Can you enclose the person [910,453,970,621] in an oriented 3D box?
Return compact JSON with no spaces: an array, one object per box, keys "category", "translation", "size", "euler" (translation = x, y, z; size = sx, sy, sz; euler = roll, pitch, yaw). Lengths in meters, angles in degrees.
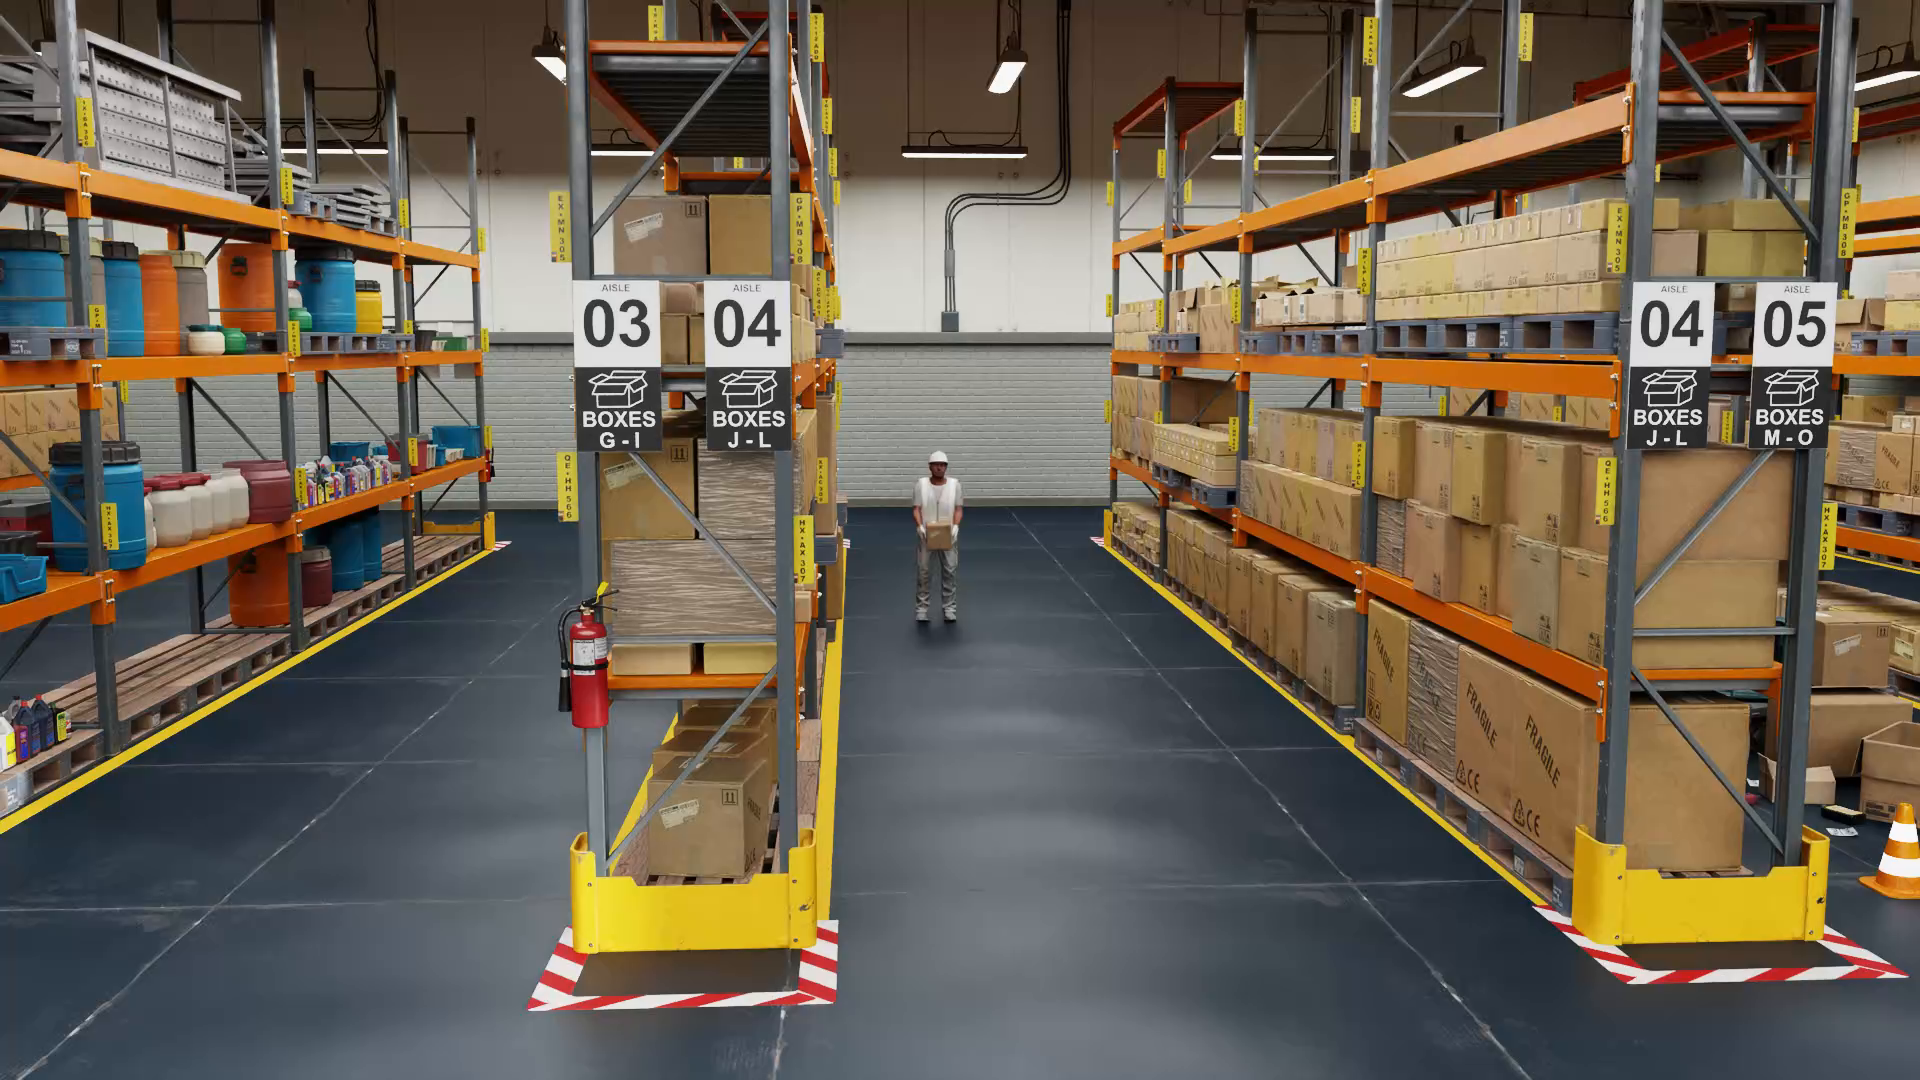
[{"category":"person","translation":[-0.213,-0.035,17.486],"size":[0.630,1.775,0.443],"euler":[-1,7,-5]}]
